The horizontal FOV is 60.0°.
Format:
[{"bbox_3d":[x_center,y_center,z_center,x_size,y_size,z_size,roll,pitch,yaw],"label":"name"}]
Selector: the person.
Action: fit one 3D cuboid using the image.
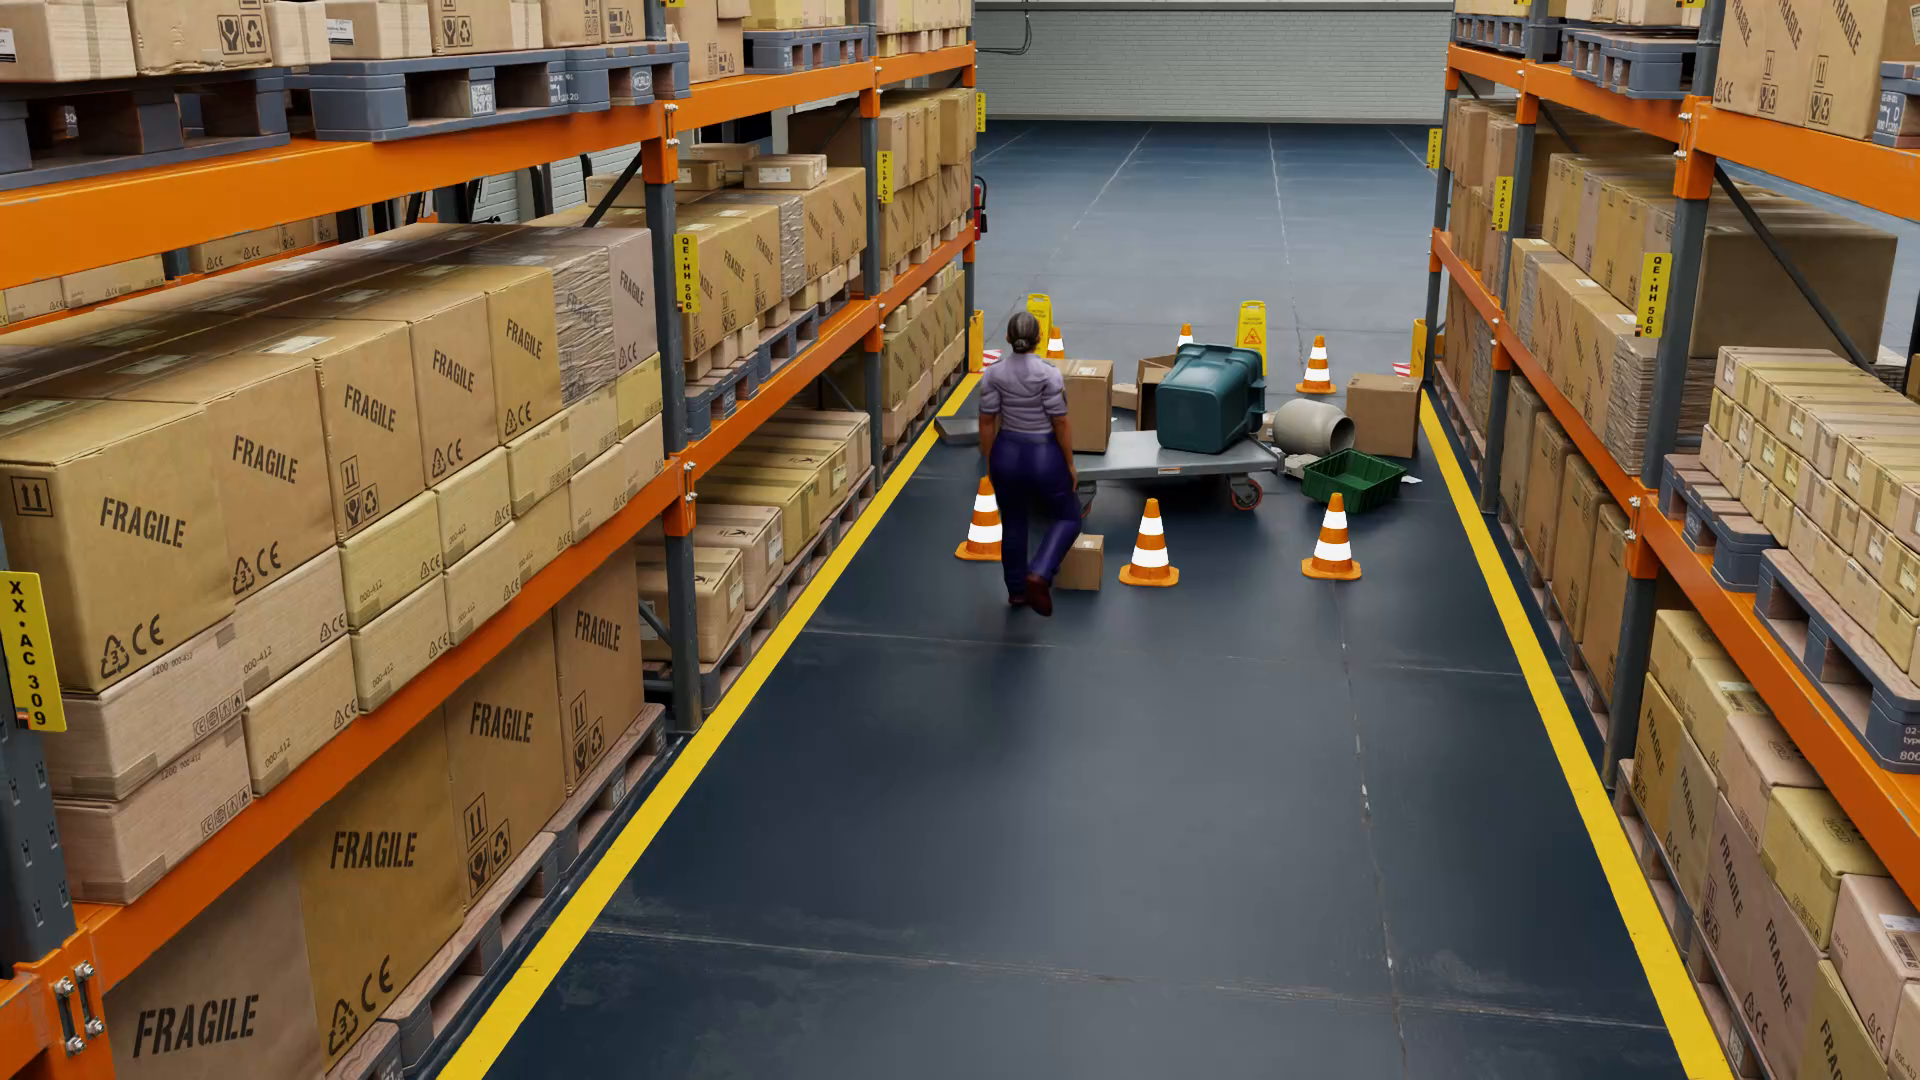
[{"bbox_3d":[0.372,-0.405,8.751,0.520,1.635,0.639,7,19,21],"label":"person"}]
